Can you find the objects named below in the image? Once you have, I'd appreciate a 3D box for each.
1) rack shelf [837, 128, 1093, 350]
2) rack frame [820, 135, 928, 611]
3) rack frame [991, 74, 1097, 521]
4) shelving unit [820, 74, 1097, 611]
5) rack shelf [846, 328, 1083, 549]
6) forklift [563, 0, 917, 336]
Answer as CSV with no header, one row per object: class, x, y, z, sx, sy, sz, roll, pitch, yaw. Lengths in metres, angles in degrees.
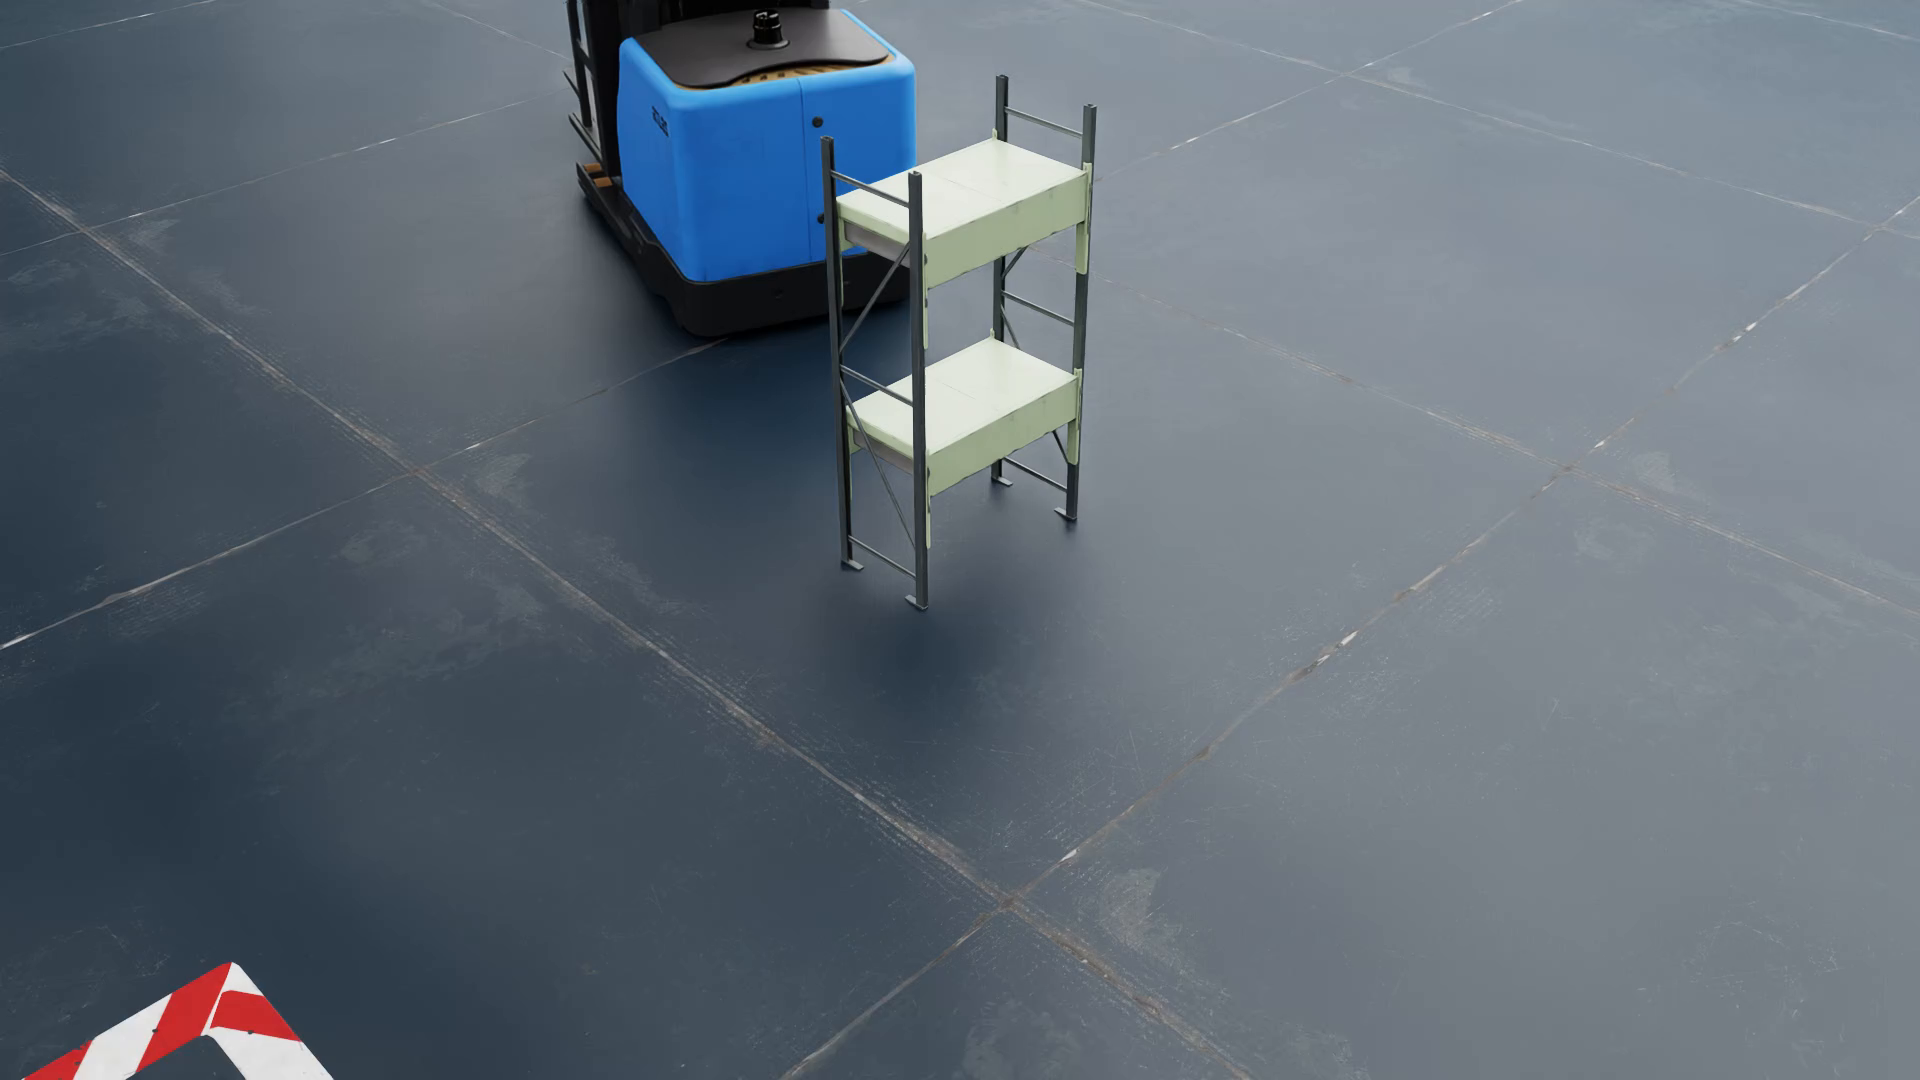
rack shelf,0.005,-0.938,5.102,0.431,0.370,0.720,30,45,35
rack frame,-0.253,-0.469,5.112,0.400,1.500,0.023,30,45,35
rack frame,0.263,-0.766,5.538,0.400,1.500,0.023,30,45,35
shelving unit,0.005,-0.618,5.325,0.431,1.500,0.755,30,45,35
rack shelf,0.005,-0.350,5.511,0.431,0.370,0.720,30,45,35
forklift,-1.225,-2.871,7.304,1.130,2.935,3.031,-14,37,-20
